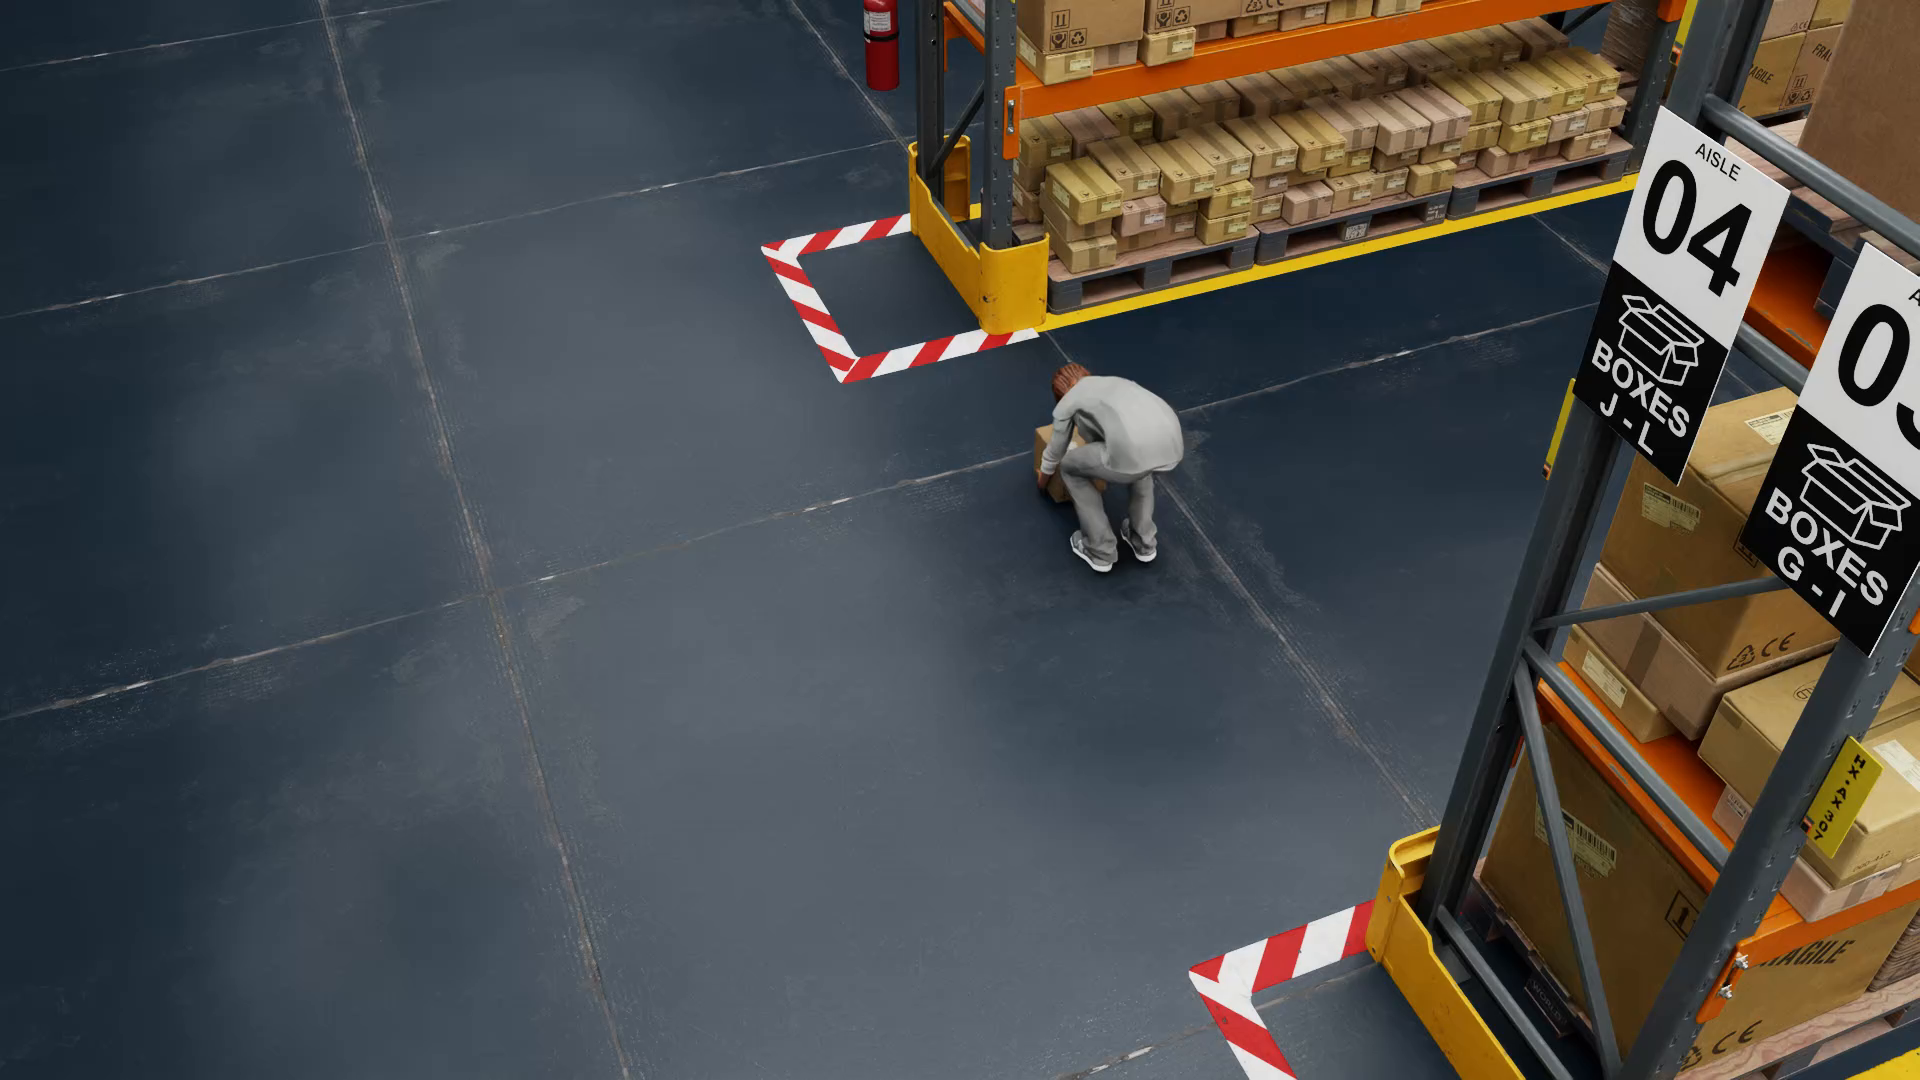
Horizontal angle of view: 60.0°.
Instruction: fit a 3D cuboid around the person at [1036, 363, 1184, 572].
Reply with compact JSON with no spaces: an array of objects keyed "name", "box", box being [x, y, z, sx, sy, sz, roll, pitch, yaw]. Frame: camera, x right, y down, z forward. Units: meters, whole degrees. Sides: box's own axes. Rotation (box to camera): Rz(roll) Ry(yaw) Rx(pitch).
[{"name":"person","box":[0.616,-0.358,7.107,0.426,0.860,0.853,-18,45,-18]}]
